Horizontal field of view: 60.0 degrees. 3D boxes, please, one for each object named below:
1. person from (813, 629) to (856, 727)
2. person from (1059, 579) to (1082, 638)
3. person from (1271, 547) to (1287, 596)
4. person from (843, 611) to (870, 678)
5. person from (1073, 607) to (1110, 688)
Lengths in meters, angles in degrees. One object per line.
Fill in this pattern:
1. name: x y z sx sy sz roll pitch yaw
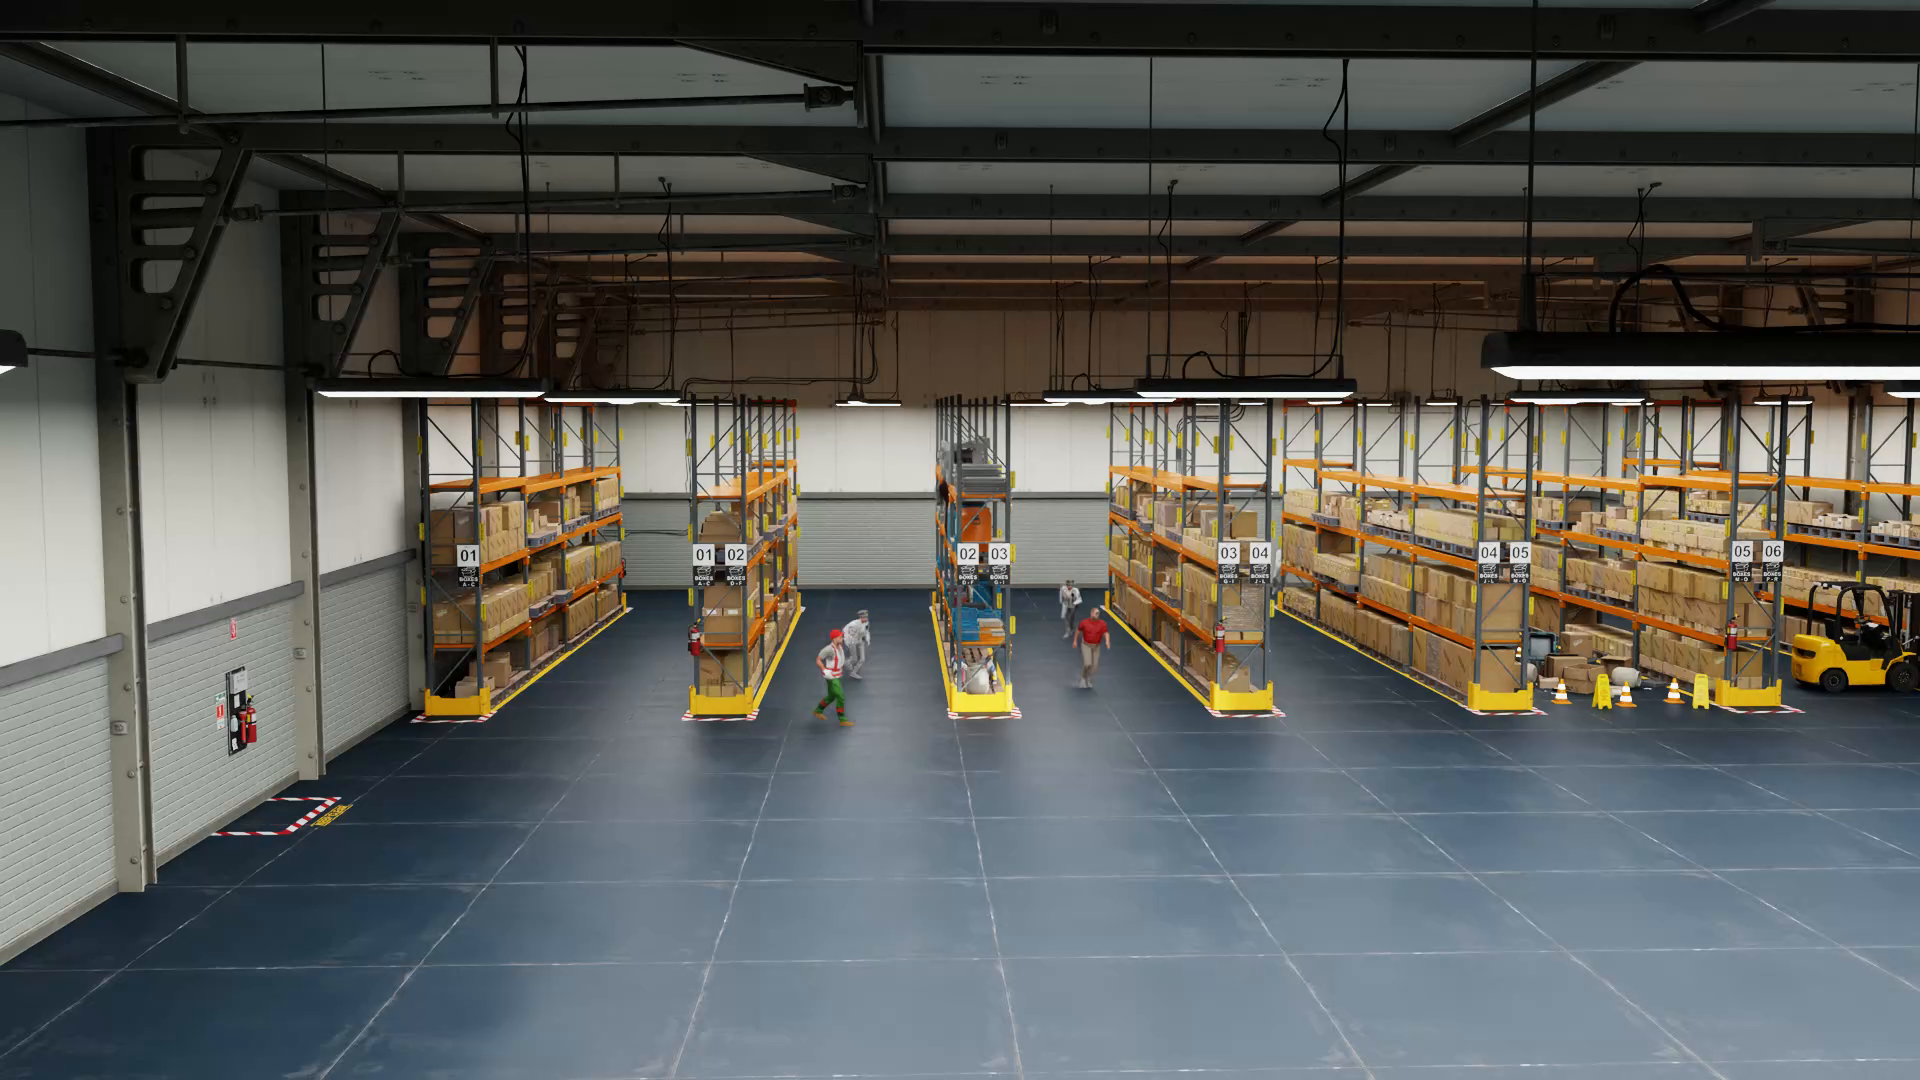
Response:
1. person: -2.349 2.471 29.933 0.885 1.758 0.675 2 5 27
2. person: 2.774 1.677 41.625 0.629 1.470 1.051 1 5 13
3. person: 9.922 0.834 51.089 0.676 1.792 0.711 3 6 35
4. person: -2.241 2.215 35.379 0.635 1.476 0.863 -3 6 -35
5. person: 2.719 2.202 33.940 0.639 1.677 0.810 -1 5 -15
